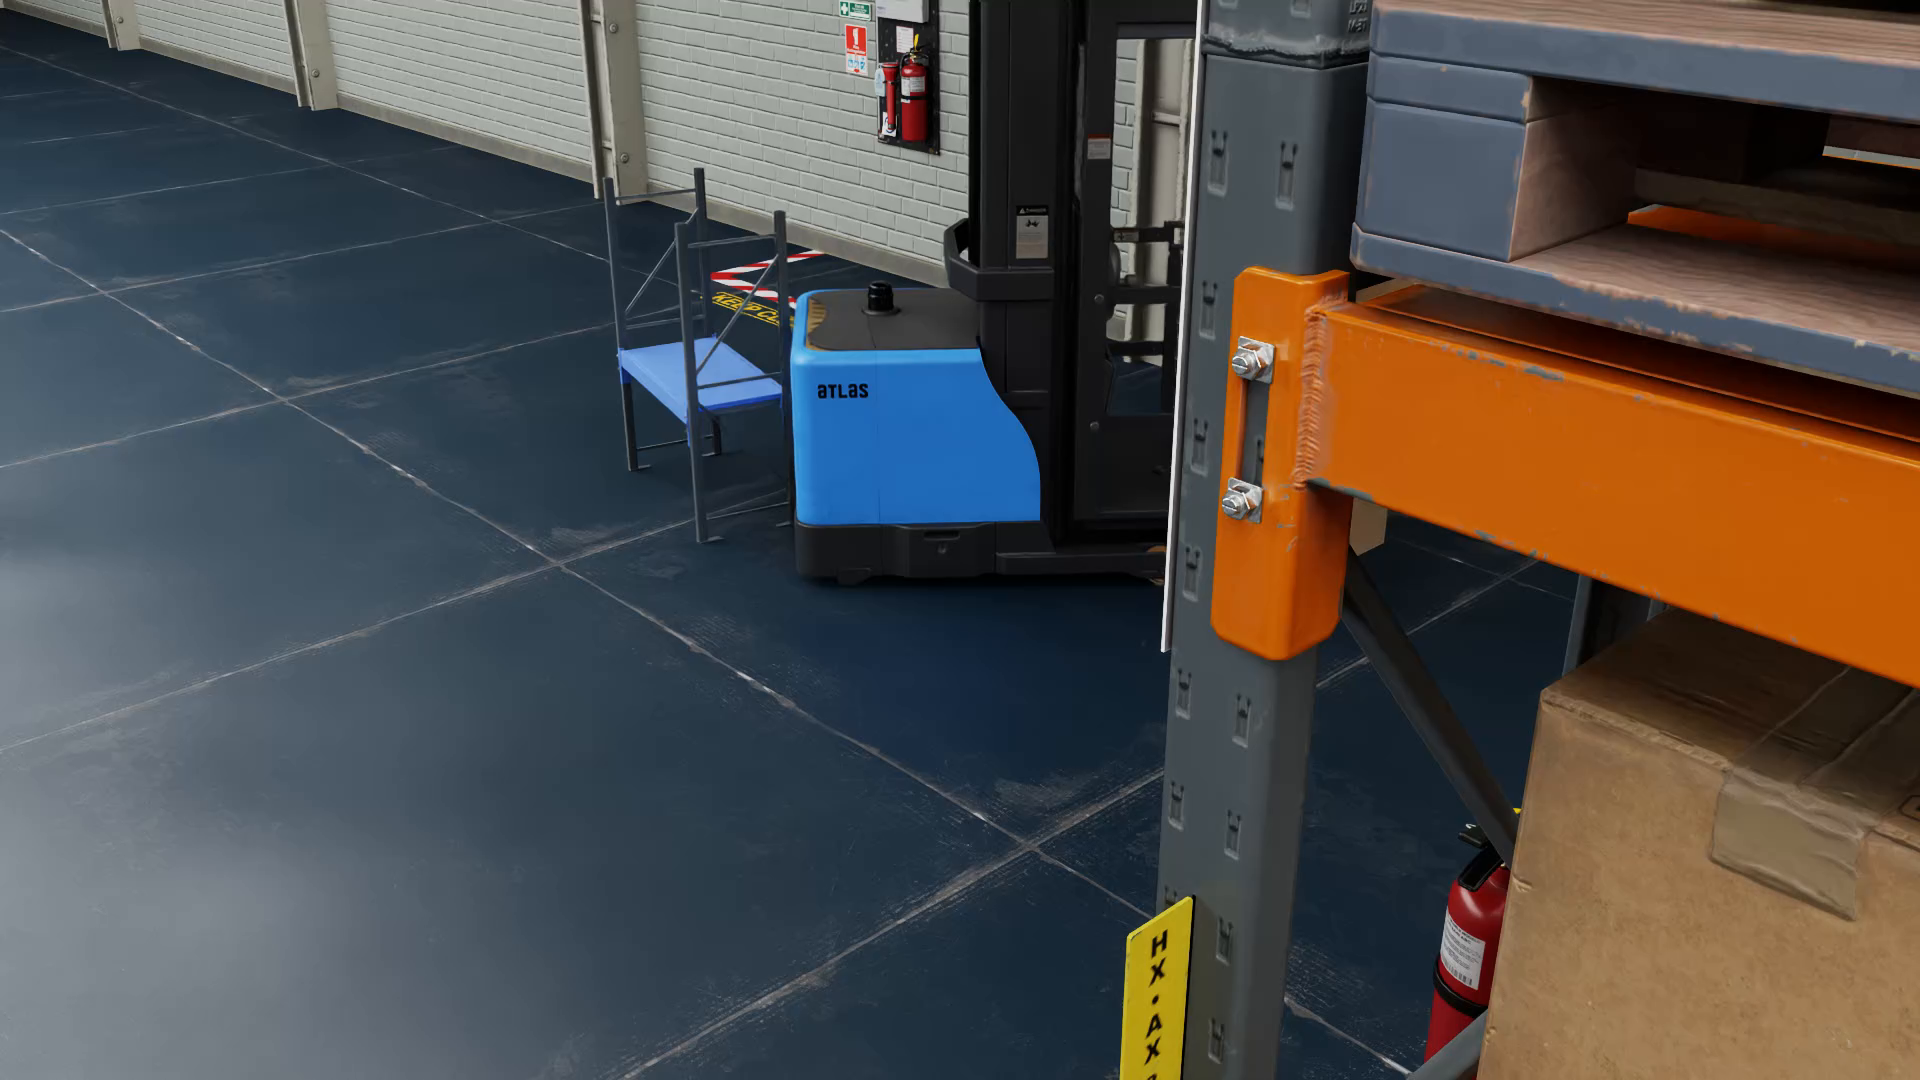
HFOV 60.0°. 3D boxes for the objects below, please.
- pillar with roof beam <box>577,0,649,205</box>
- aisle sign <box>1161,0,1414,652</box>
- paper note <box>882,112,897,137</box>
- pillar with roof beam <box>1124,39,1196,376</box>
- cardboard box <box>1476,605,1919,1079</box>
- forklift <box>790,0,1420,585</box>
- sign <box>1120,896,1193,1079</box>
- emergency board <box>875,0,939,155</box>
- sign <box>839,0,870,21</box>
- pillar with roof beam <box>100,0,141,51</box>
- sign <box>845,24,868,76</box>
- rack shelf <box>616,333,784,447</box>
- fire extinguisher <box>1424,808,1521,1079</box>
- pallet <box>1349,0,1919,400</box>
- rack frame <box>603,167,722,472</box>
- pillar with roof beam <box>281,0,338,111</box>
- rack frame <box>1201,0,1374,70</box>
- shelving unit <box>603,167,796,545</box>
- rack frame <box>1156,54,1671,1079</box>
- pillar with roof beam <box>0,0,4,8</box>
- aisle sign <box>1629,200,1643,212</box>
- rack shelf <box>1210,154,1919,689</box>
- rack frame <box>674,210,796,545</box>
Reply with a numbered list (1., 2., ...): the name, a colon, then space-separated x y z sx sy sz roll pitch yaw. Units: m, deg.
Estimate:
1. pillar with roof beam: -6.002 -5.767 9.550 9.100 9.000 0.400 -21 32 -38
2. aisle sign: 0.351 -0.300 1.661 0.394 0.787 0.004 -21 32 -38
3. paper note: -0.490 -2.873 11.496 0.016 0.148 0.142 -21 32 -38
4. pillar with roof beam: -1.901 -3.950 5.565 9.100 9.000 0.400 -21 32 -38
5. cardboard box: 0.965 0.341 1.704 0.700 0.500 0.500 -21 32 -38
6. forklift: 0.767 -1.358 7.195 3.031 2.935 1.130 -1 25 -3
7. sign: 0.210 0.542 1.810 0.100 0.325 0.005 -21 32 -38
8. emergency board: -0.419 -3.201 11.152 0.194 1.169 0.643 -21 32 -38
9. sign: -0.725 -3.651 11.458 0.001 0.109 0.331 -21 32 -38
10. pillar with roof beam: -14.204 -9.403 17.519 9.100 9.000 0.400 -21 32 -38
11. sign: -0.722 -3.414 11.576 0.001 0.329 0.234 -21 32 -38
12. rack shelf: -1.235 -0.738 7.994 0.538 0.185 1.000 -13 27 -26
13. fire extinguisher: 0.878 0.684 2.730 0.296 0.674 0.183 -21 32 -38
14. pallet: 1.084 -0.287 1.257 1.003 0.211 1.213 -21 32 -38
15. rack frame: -1.476 -1.088 8.327 0.500 1.500 0.032 -13 27 -26
16. pillar with roof beam: -10.103 -7.585 13.535 9.100 9.000 0.400 -21 32 -38
17. rack frame: 0.619 -1.913 1.102 1.000 3.000 0.127 -21 32 -38
18. shelving unit: -1.235 -0.902 7.920 0.538 1.500 1.048 -13 27 -26
19. rack frame: 0.619 0.816 2.347 1.000 3.000 0.127 -21 32 -38
20. pillar with roof beam: -18.305 -11.221 21.504 9.100 9.000 0.400 -21 32 -38
21. aisle sign: 0.789 -0.470 2.034 0.394 0.787 0.004 -21 32 -38
22. rack shelf: 1.986 0.385 0.546 1.077 0.370 4.000 -21 32 -38
23. rack frame: -0.994 -0.716 7.512 0.500 1.500 0.032 -13 27 -26
